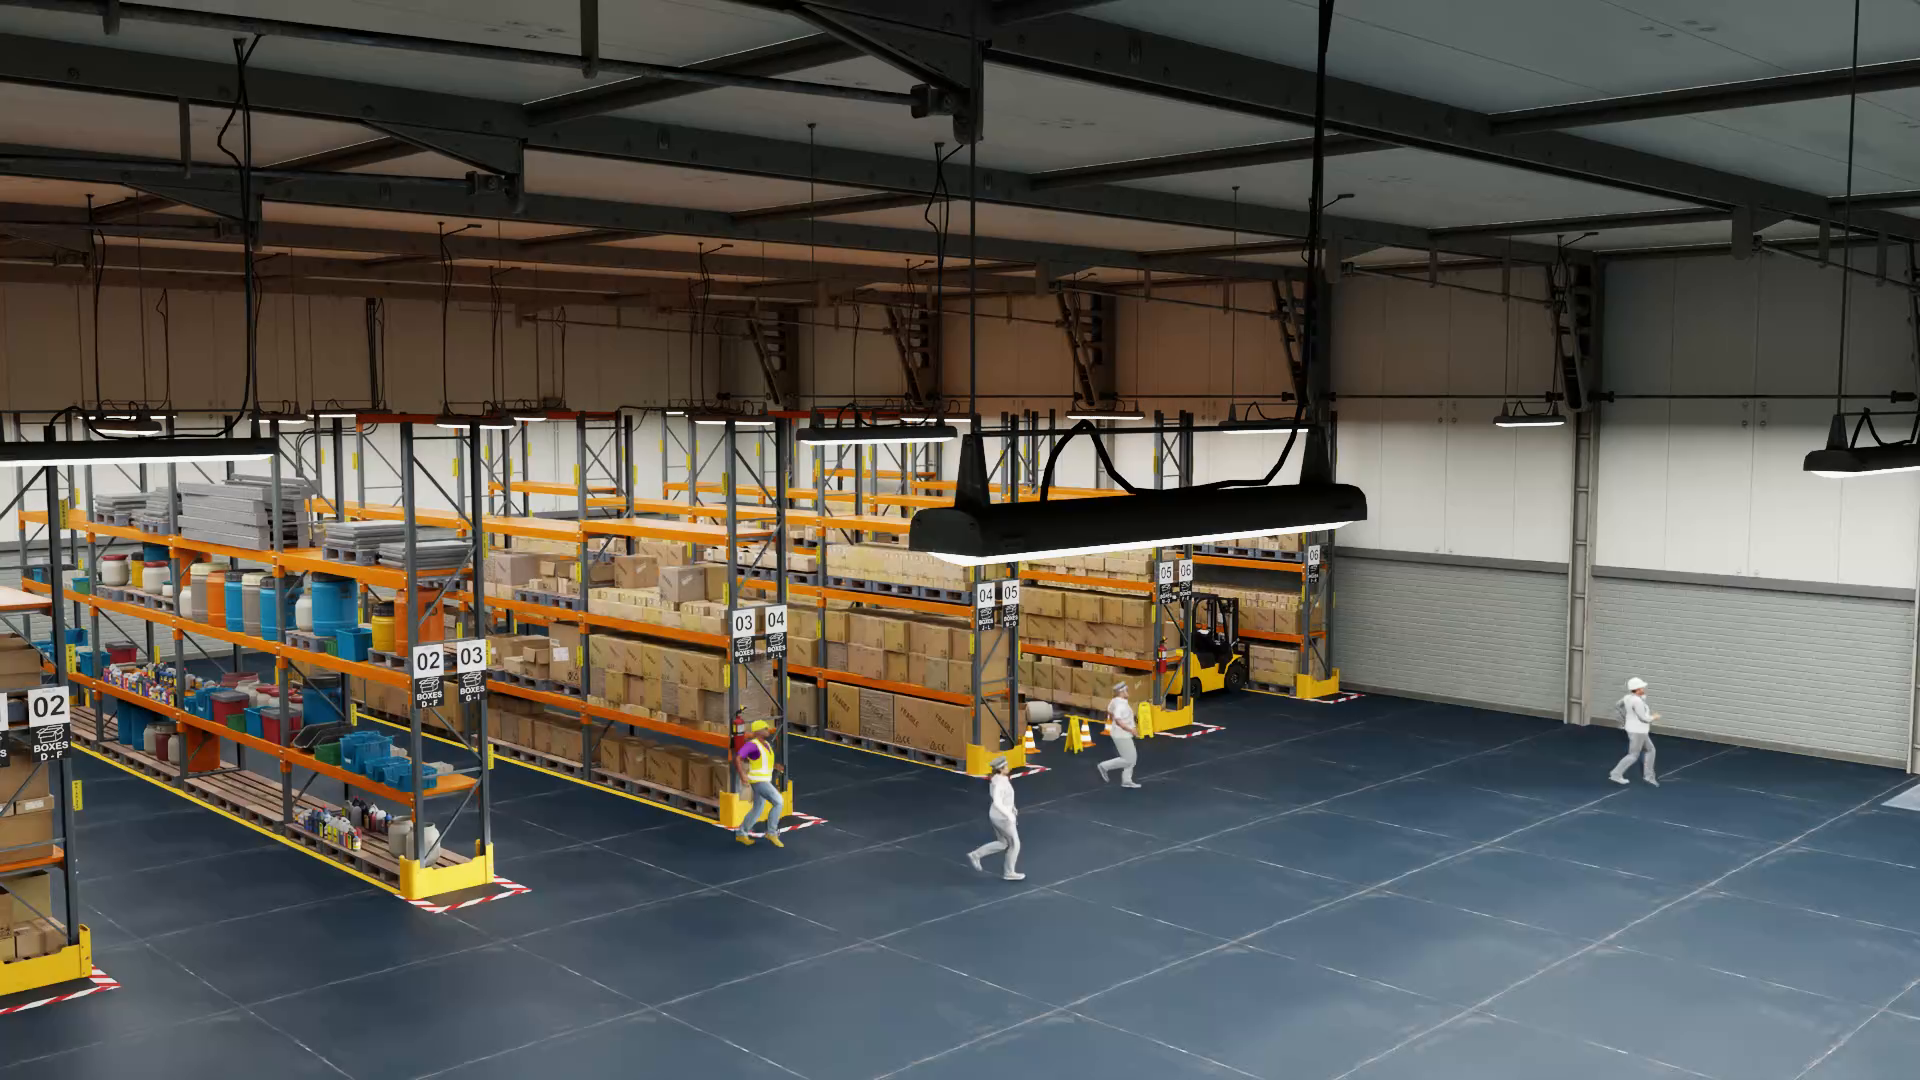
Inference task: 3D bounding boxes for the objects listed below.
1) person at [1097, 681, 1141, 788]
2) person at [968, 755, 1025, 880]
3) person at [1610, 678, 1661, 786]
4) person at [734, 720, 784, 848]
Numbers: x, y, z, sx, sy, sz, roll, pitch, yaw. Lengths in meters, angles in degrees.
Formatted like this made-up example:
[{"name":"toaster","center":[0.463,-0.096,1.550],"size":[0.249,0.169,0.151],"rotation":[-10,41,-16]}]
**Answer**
[{"name":"person","center":[2.566,3.142,26.810],"size":[0.736,1.756,0.668],"rotation":[0,5,-2]},{"name":"person","center":[0.495,3.616,21.671],"size":[0.719,1.653,0.655],"rotation":[-1,5,-10]},{"name":"person","center":[10.969,3.126,26.950],"size":[0.822,1.809,0.661],"rotation":[1,5,10]},{"name":"person","center":[-2.795,3.416,23.454],"size":[0.716,1.742,0.712],"rotation":[0,5,6]}]
